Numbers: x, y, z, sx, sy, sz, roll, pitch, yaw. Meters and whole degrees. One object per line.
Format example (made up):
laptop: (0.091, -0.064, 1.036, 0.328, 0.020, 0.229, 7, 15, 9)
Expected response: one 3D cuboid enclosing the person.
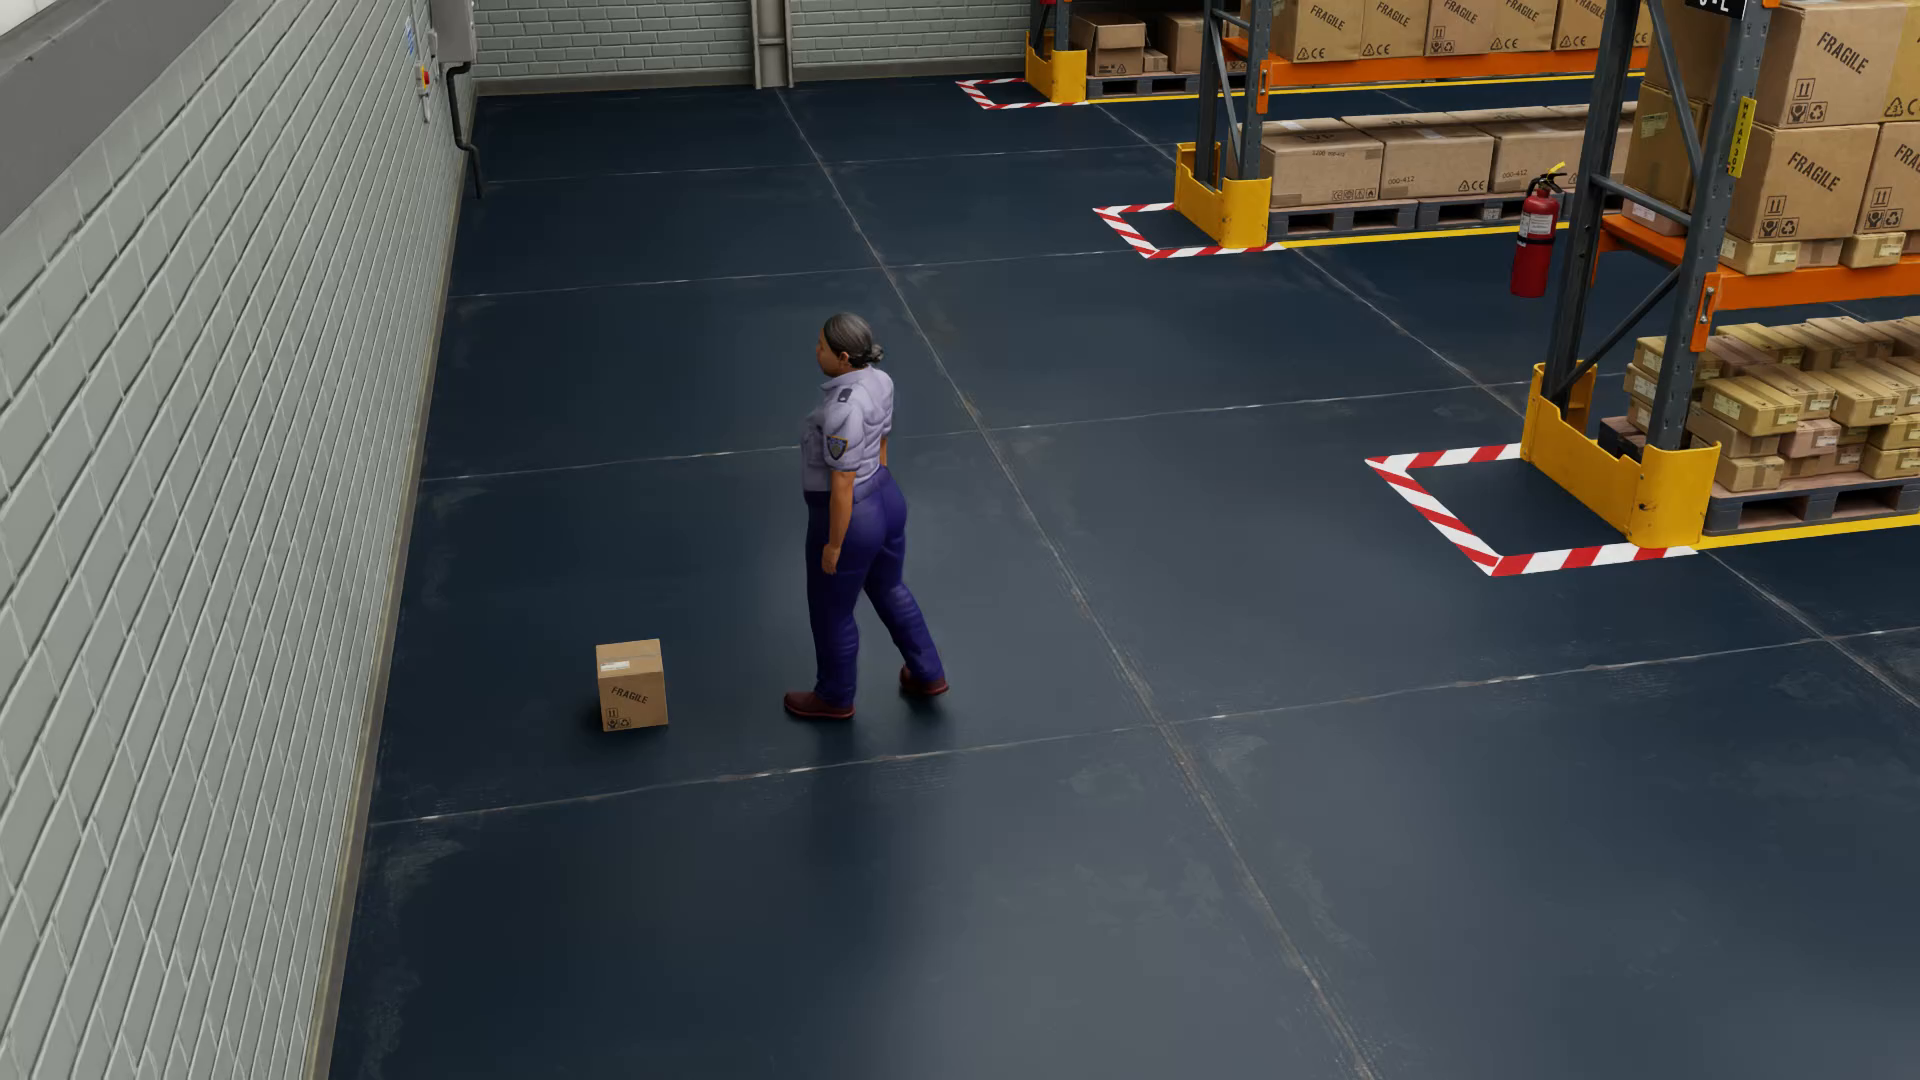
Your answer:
person: (-0.369, -0.078, 6.269, 0.614, 1.647, 0.521, 11, 29, 20)
